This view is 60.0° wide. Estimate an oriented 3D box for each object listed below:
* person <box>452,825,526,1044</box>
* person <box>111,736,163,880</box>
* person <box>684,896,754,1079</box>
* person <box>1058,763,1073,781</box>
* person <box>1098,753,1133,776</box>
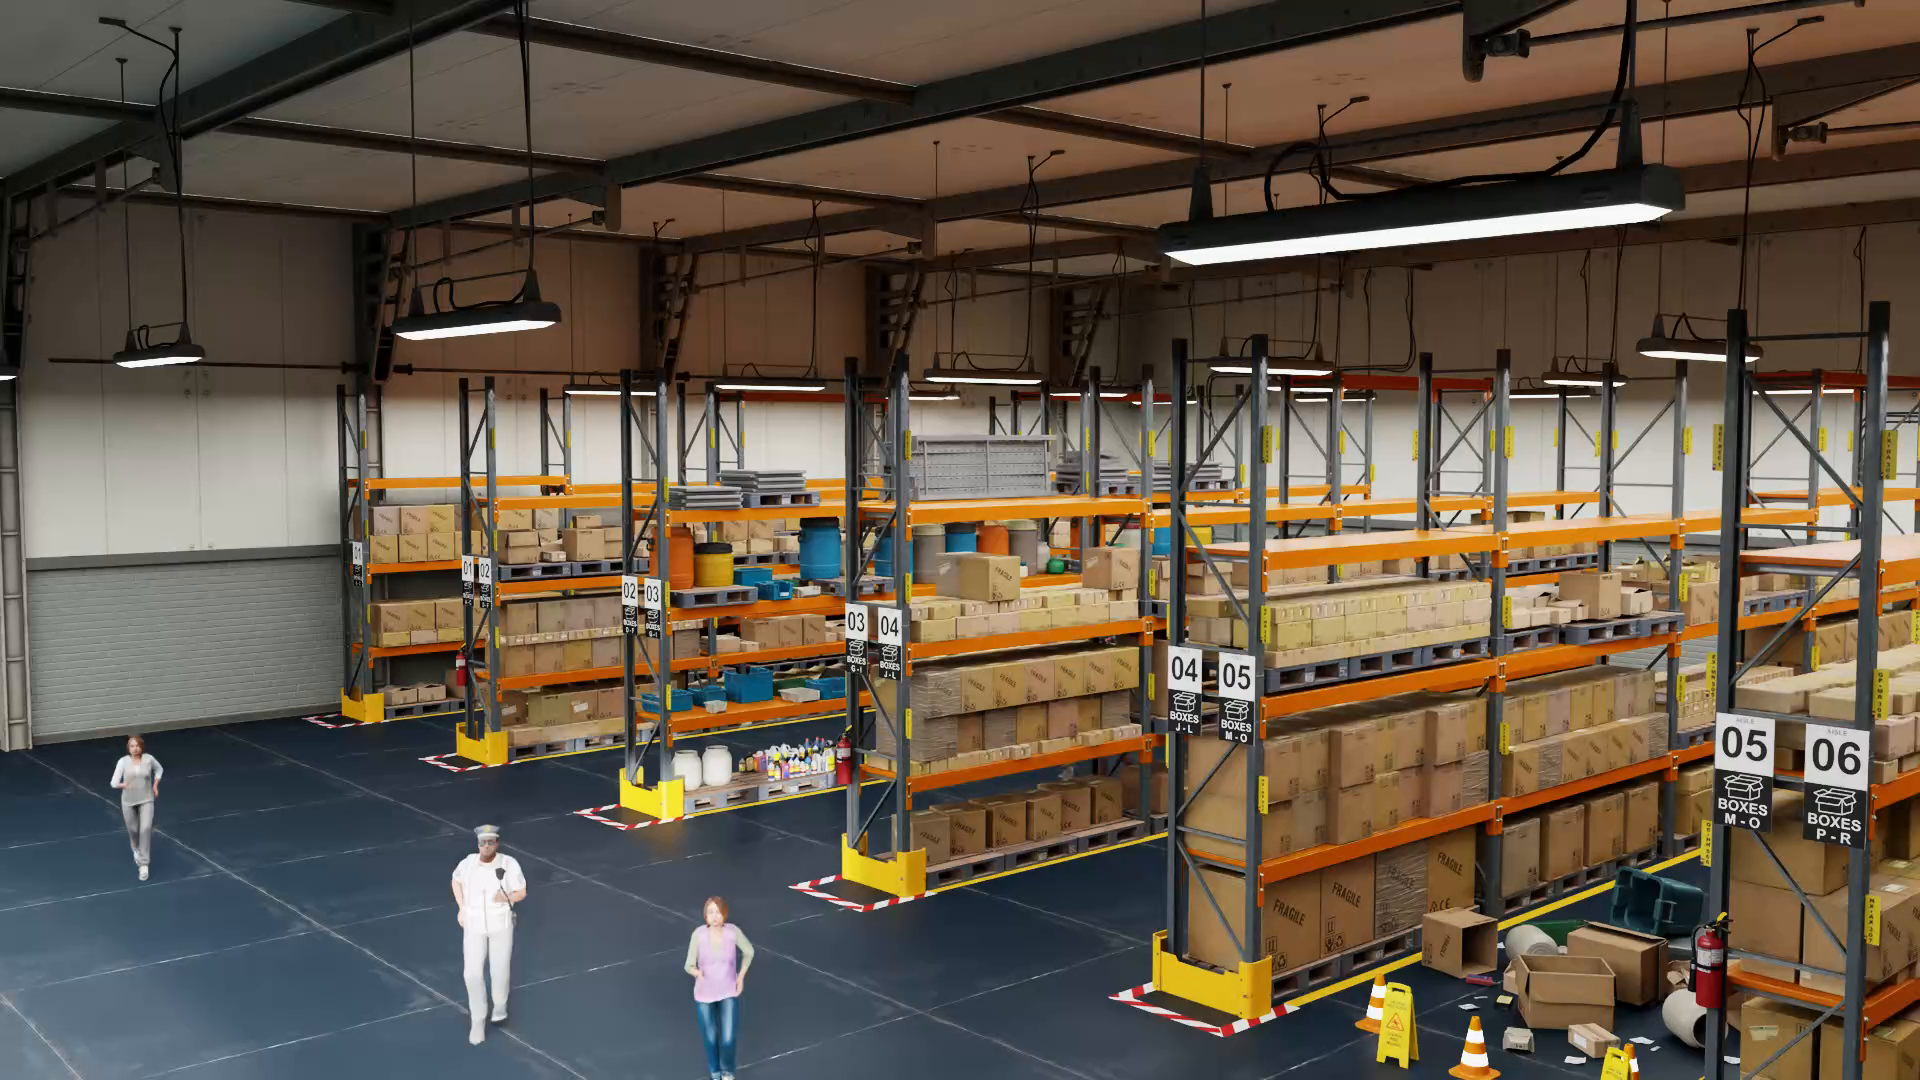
[{"bbox_3d":[-4.040,3.350,14.254,0.639,1.851,0.731,-1,4,-12],"label":"person"},{"bbox_3d":[-9.568,3.073,19.344,0.535,1.606,0.851,-2,4,-24],"label":"person"},{"bbox_3d":[-1.856,3.529,12.766,0.517,1.575,0.596,0,4,-3],"label":"person"},{"bbox_3d":[1.478,2.733,24.371,0.643,1.708,0.660,3,5,42],"label":"person"},{"bbox_3d":[2.215,2.759,23.683,0.557,1.696,0.879,4,5,43],"label":"person"}]
